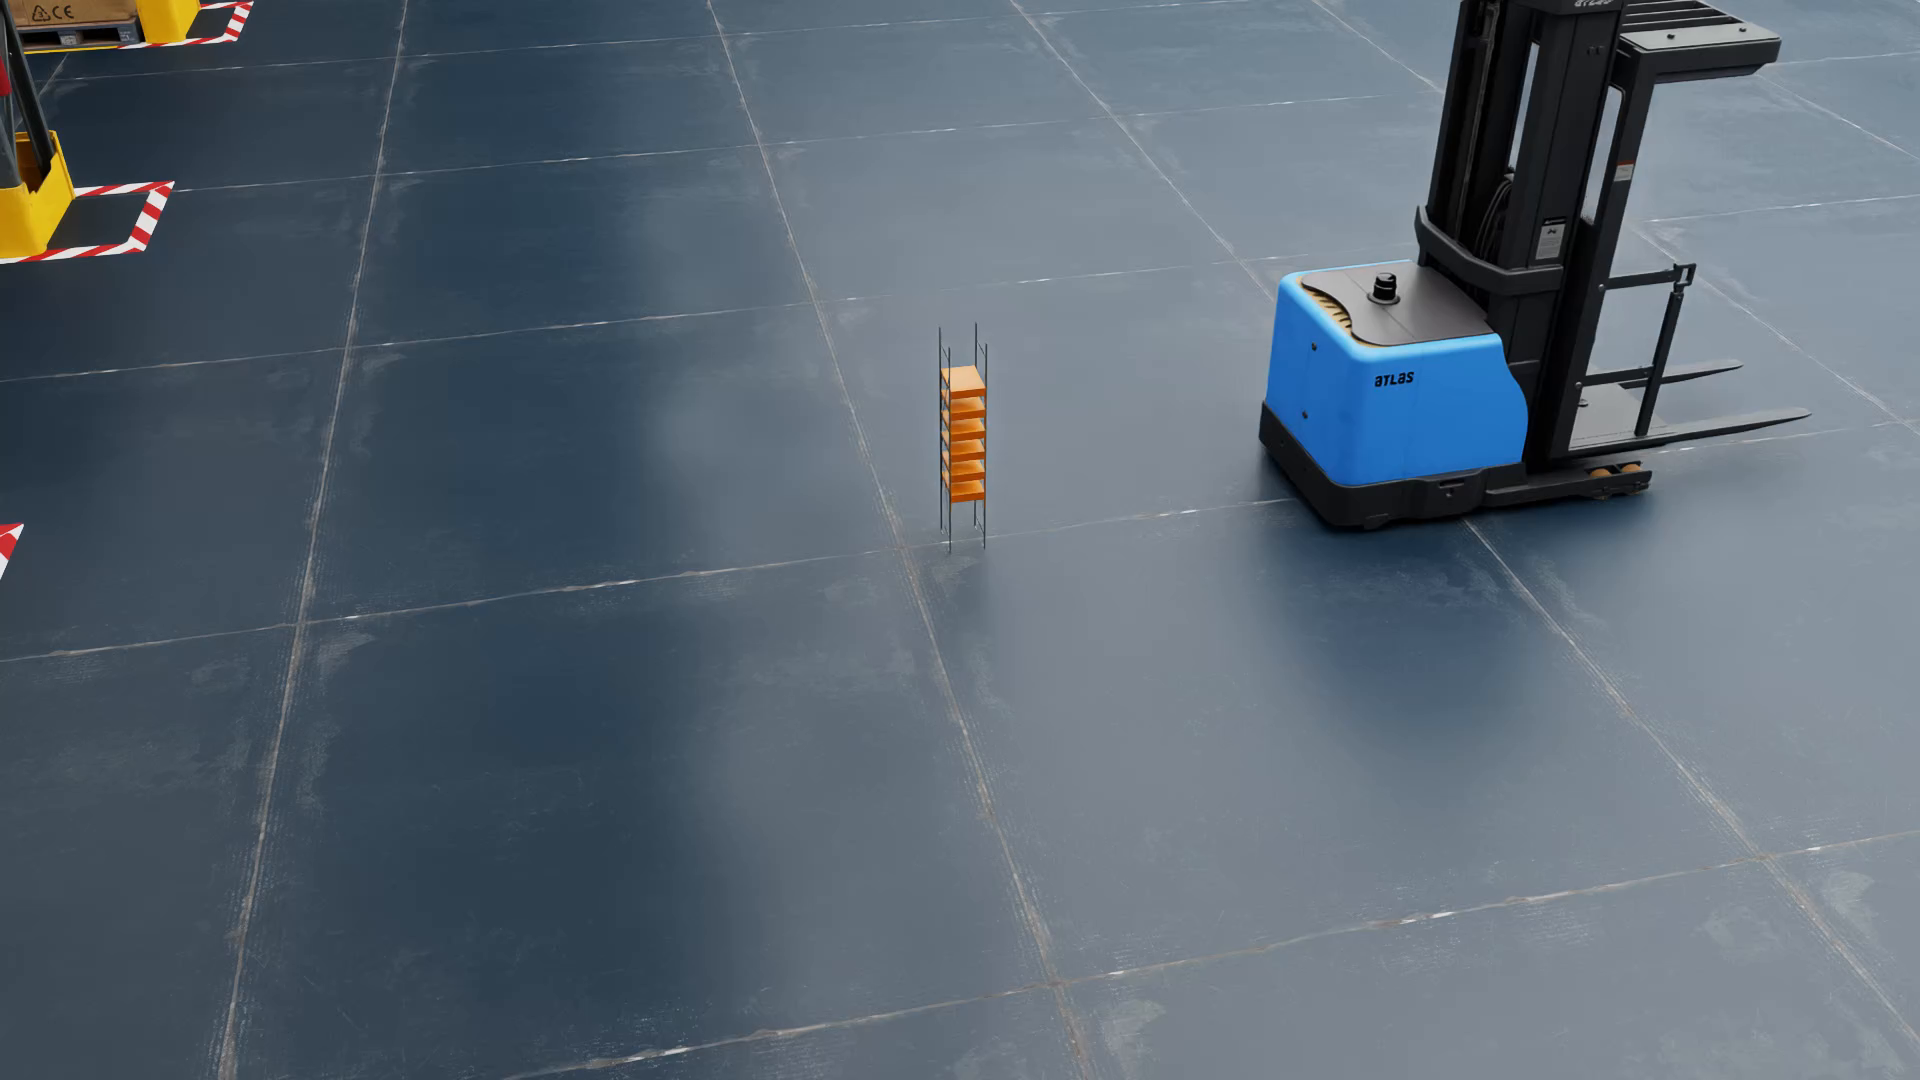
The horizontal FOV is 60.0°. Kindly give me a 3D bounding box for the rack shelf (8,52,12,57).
[{"bbox_3d":[-8.653,-3.019,11.202,4.000,0.370,1.077,-7,35,-11],"label":"rack shelf"}]

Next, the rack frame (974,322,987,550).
[{"bbox_3d":[0.103,-0.511,8.435,0.006,1.200,0.240,-7,35,-11],"label":"rack frame"}]

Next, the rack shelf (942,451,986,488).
[{"bbox_3d":[0.014,-0.363,8.510,0.180,0.103,0.258,-7,35,-11],"label":"rack shelf"}]

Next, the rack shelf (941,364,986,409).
[{"bbox_3d":[0.014,-0.762,8.242,0.180,0.103,0.258,-7,35,-11],"label":"rack shelf"}]

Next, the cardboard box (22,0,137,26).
[{"bbox_3d":[-8.345,-5.444,15.701,0.875,0.875,0.875,-7,34,-10],"label":"cardboard box"}]

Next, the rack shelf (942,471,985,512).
[{"bbox_3d":[0.014,-0.264,8.577,0.180,0.103,0.258,-7,35,-11],"label":"rack shelf"}]

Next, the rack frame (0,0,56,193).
[{"bbox_3d":[-6.702,-3.563,11.368,0.127,3.000,1.000,-7,35,-11],"label":"rack frame"}]

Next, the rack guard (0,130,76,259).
[{"bbox_3d":[-6.777,-2.516,12.050,0.348,0.500,1.175,-7,35,-11],"label":"rack guard"}]

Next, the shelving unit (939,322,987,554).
[{"bbox_3d":[0.014,-0.500,8.418,0.189,1.200,0.258,-7,35,-11],"label":"shelving unit"}]

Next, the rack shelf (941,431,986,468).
[{"bbox_3d":[0.014,-0.463,8.443,0.180,0.103,0.258,-7,35,-11],"label":"rack shelf"}]

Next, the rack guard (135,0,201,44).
[{"bbox_3d":[-7.675,-5.236,16.104,0.348,0.500,1.175,-7,35,-11],"label":"rack guard"}]

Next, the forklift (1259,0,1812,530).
[{"bbox_3d":[3.279,-1.713,8.672,3.031,2.935,1.130,-8,35,-12],"label":"forklift"}]

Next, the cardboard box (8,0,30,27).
[{"bbox_3d":[-9.203,-5.335,15.538,0.875,0.875,0.875,-8,35,-11],"label":"cardboard box"}]

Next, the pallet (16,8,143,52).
[{"bbox_3d":[-8.461,-4.973,15.971,1.213,0.211,1.003,-7,35,-11],"label":"pallet"}]

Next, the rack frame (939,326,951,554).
[{"bbox_3d":[-0.075,-0.489,8.402,0.006,1.200,0.240,-7,35,-11],"label":"rack frame"}]

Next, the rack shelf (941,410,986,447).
[{"bbox_3d":[0.014,-0.563,8.376,0.180,0.103,0.258,-7,35,-11],"label":"rack shelf"}]

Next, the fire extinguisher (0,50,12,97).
[{"bbox_3d":[-6.489,-3.295,11.037,0.183,0.674,0.296,-7,35,-11],"label":"fire extinguisher"}]

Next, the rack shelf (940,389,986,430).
[{"bbox_3d":[0.014,-0.662,8.309,0.180,0.103,0.258,-7,35,-11],"label":"rack shelf"}]
